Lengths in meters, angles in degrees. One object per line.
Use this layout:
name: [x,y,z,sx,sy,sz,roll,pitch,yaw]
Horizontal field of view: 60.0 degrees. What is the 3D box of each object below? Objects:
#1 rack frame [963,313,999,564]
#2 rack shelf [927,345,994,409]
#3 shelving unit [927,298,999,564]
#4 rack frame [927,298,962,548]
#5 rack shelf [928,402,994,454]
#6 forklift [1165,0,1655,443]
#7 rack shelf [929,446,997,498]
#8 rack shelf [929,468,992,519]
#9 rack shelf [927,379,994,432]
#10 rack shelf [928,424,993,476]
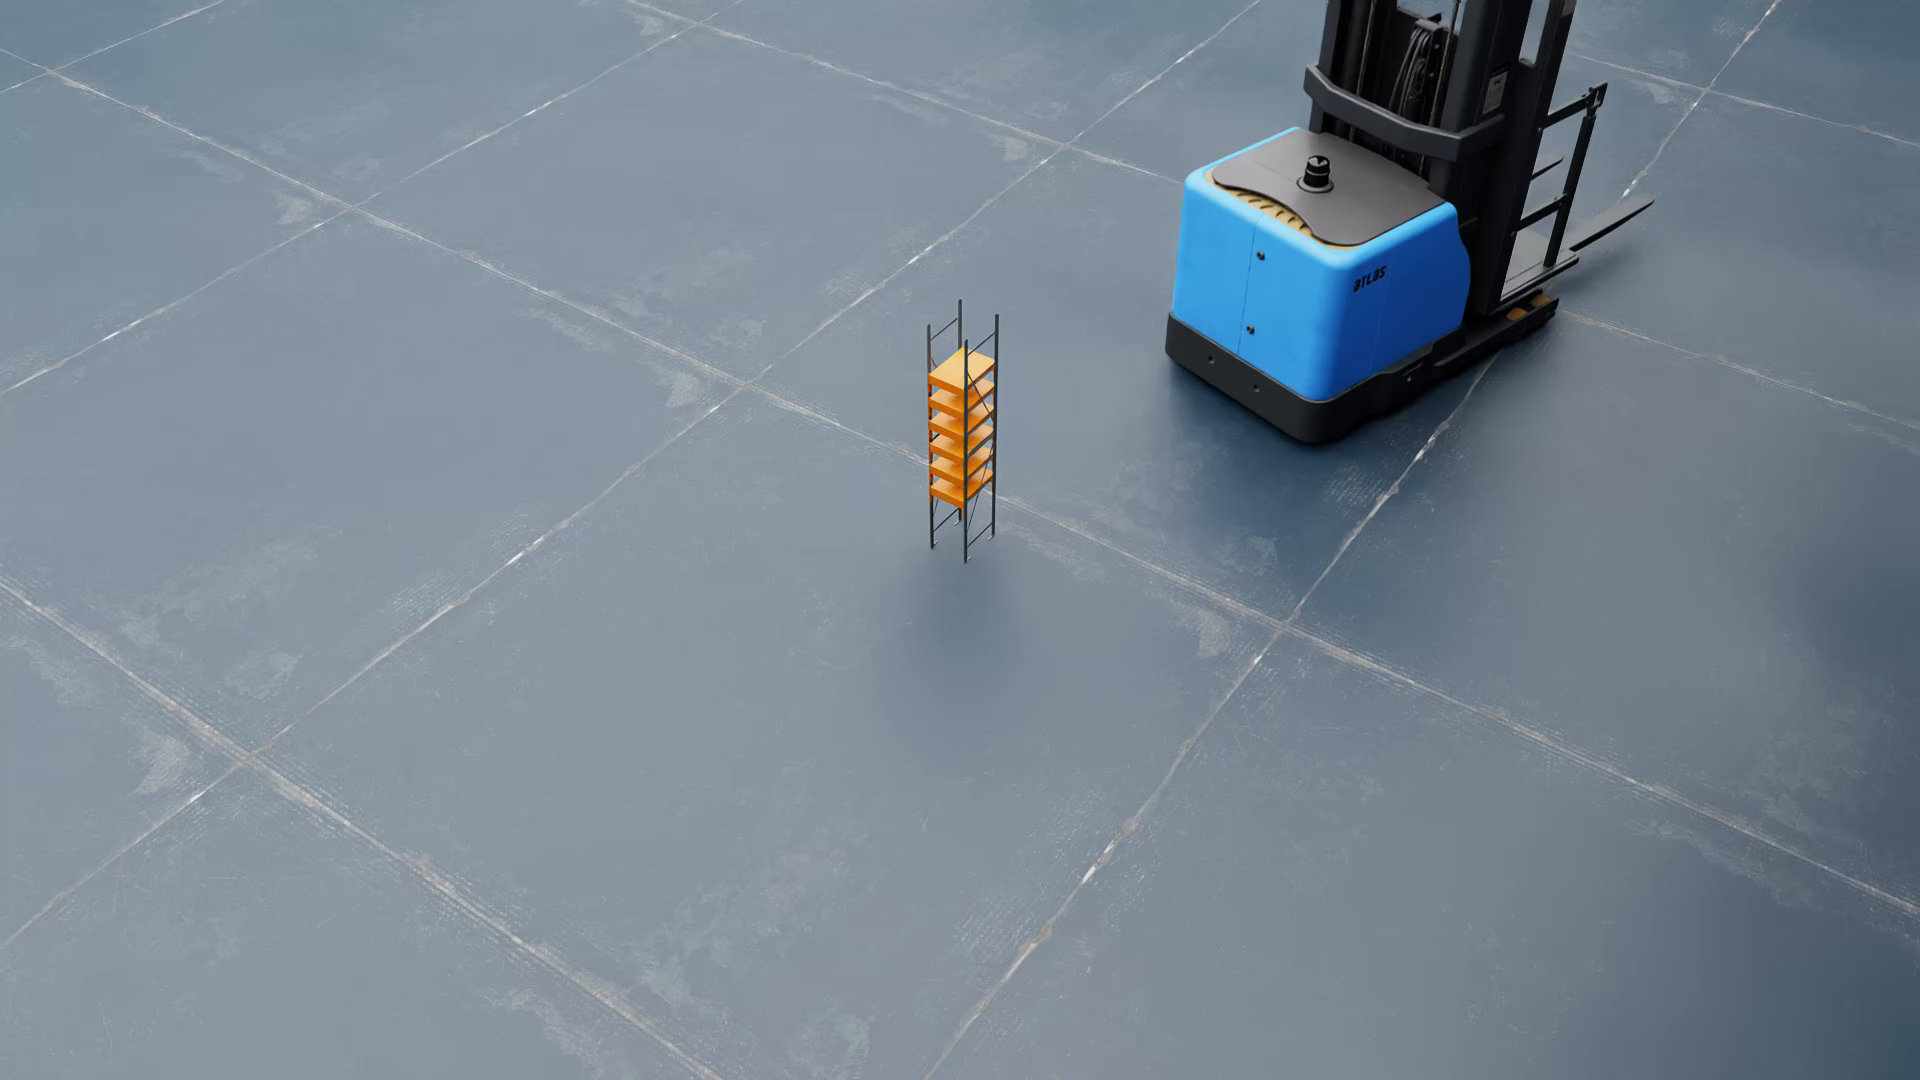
rack frame: [0.087,-0.407,7.053,0.006,1.200,0.240,25,48,25]
rack shelf: [0.012,-0.677,6.882,0.180,0.103,0.258,25,48,25]
shelving unit: [0.012,-0.442,7.092,0.189,1.200,0.258,25,48,25]
rack frame: [-0.063,-0.477,7.131,0.006,1.200,0.240,25,48,25]
rack shelf: [0.012,-0.498,7.042,0.180,0.103,0.258,25,48,25]
forklift: [2.507,-2.379,7.959,3.031,2.935,1.130,-28,49,-28]
rack shelf: [0.012,-0.319,7.202,0.180,0.103,0.258,25,48,25]
rack shelf: [0.012,-0.230,7.282,0.180,0.103,0.258,25,48,25]
rack shelf: [0.012,-0.587,6.962,0.180,0.103,0.258,25,48,25]
rack shelf: [0.012,-0.408,7.122,0.180,0.103,0.258,25,48,25]
